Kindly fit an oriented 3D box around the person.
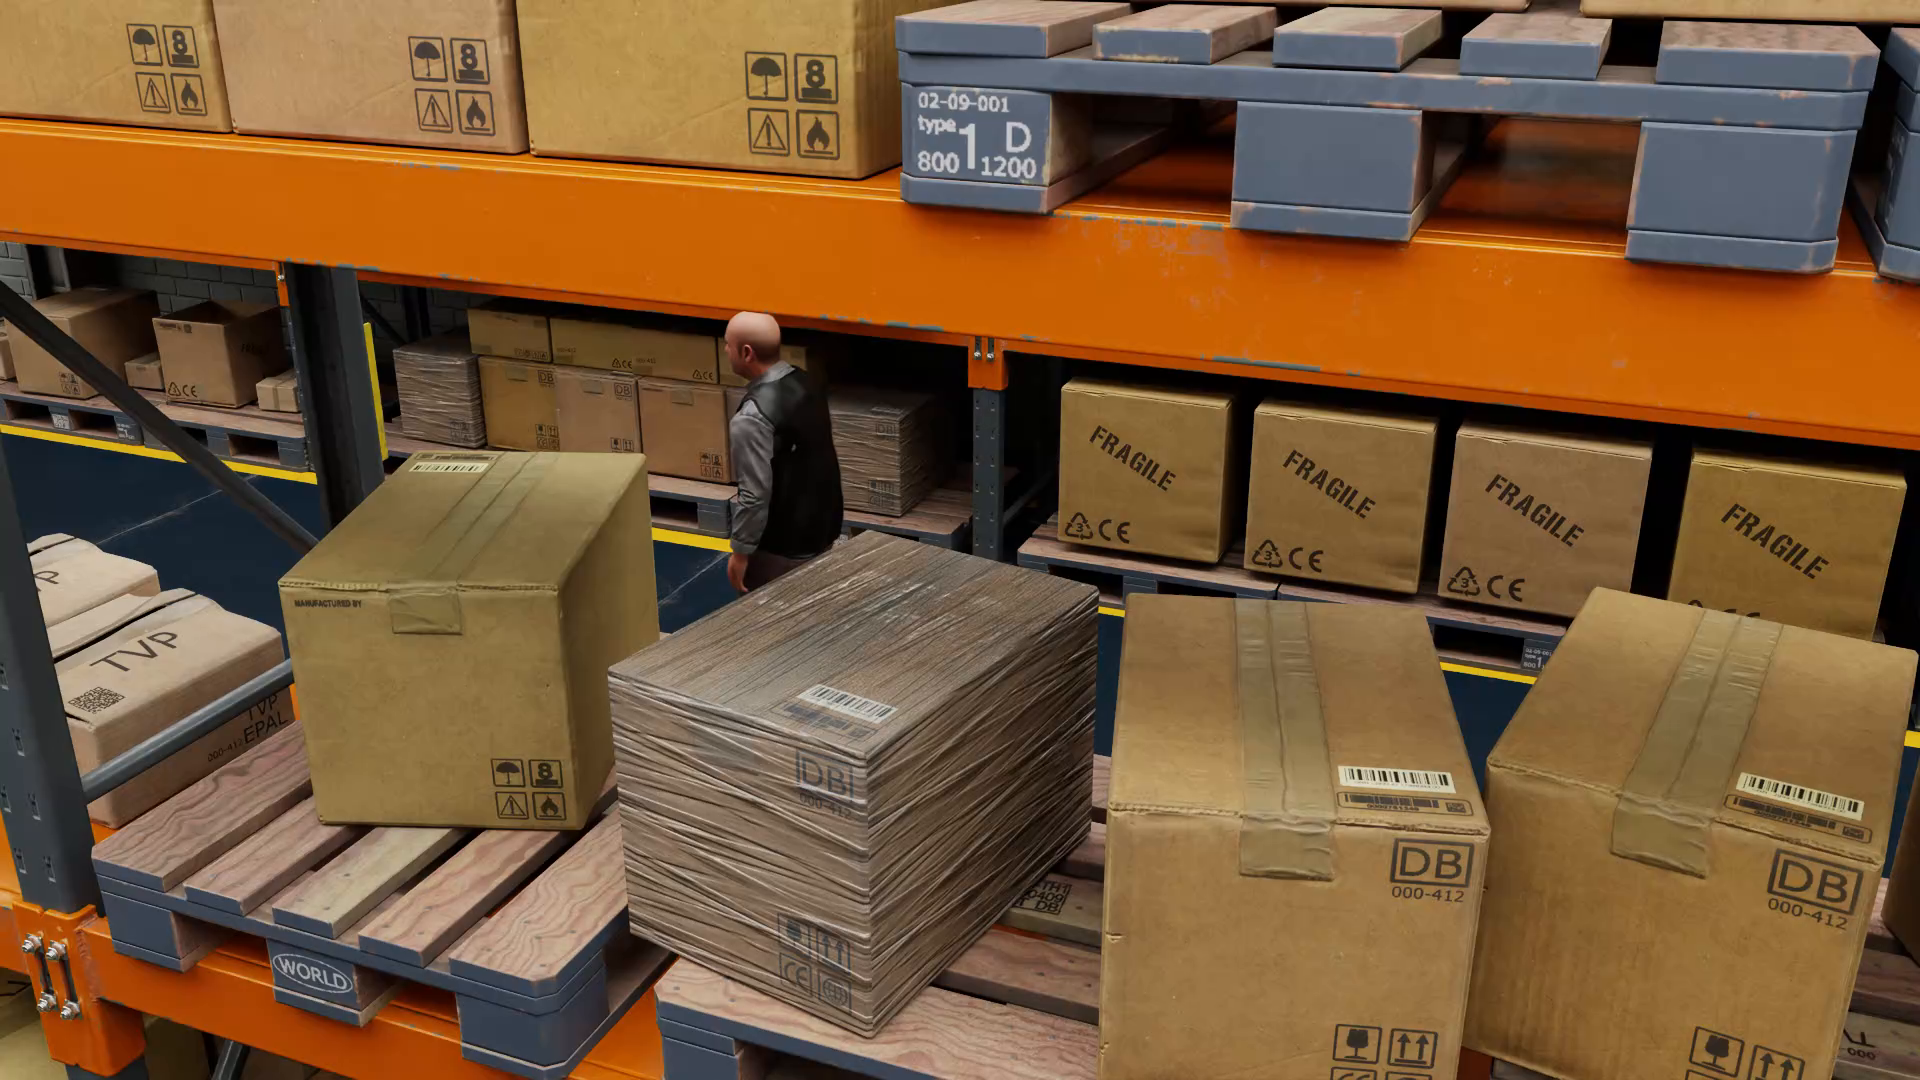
[{"bbox_3d":[-0.647,-0.001,6.124,0.419,1.721,0.581,9,24,21],"label":"person"}]
